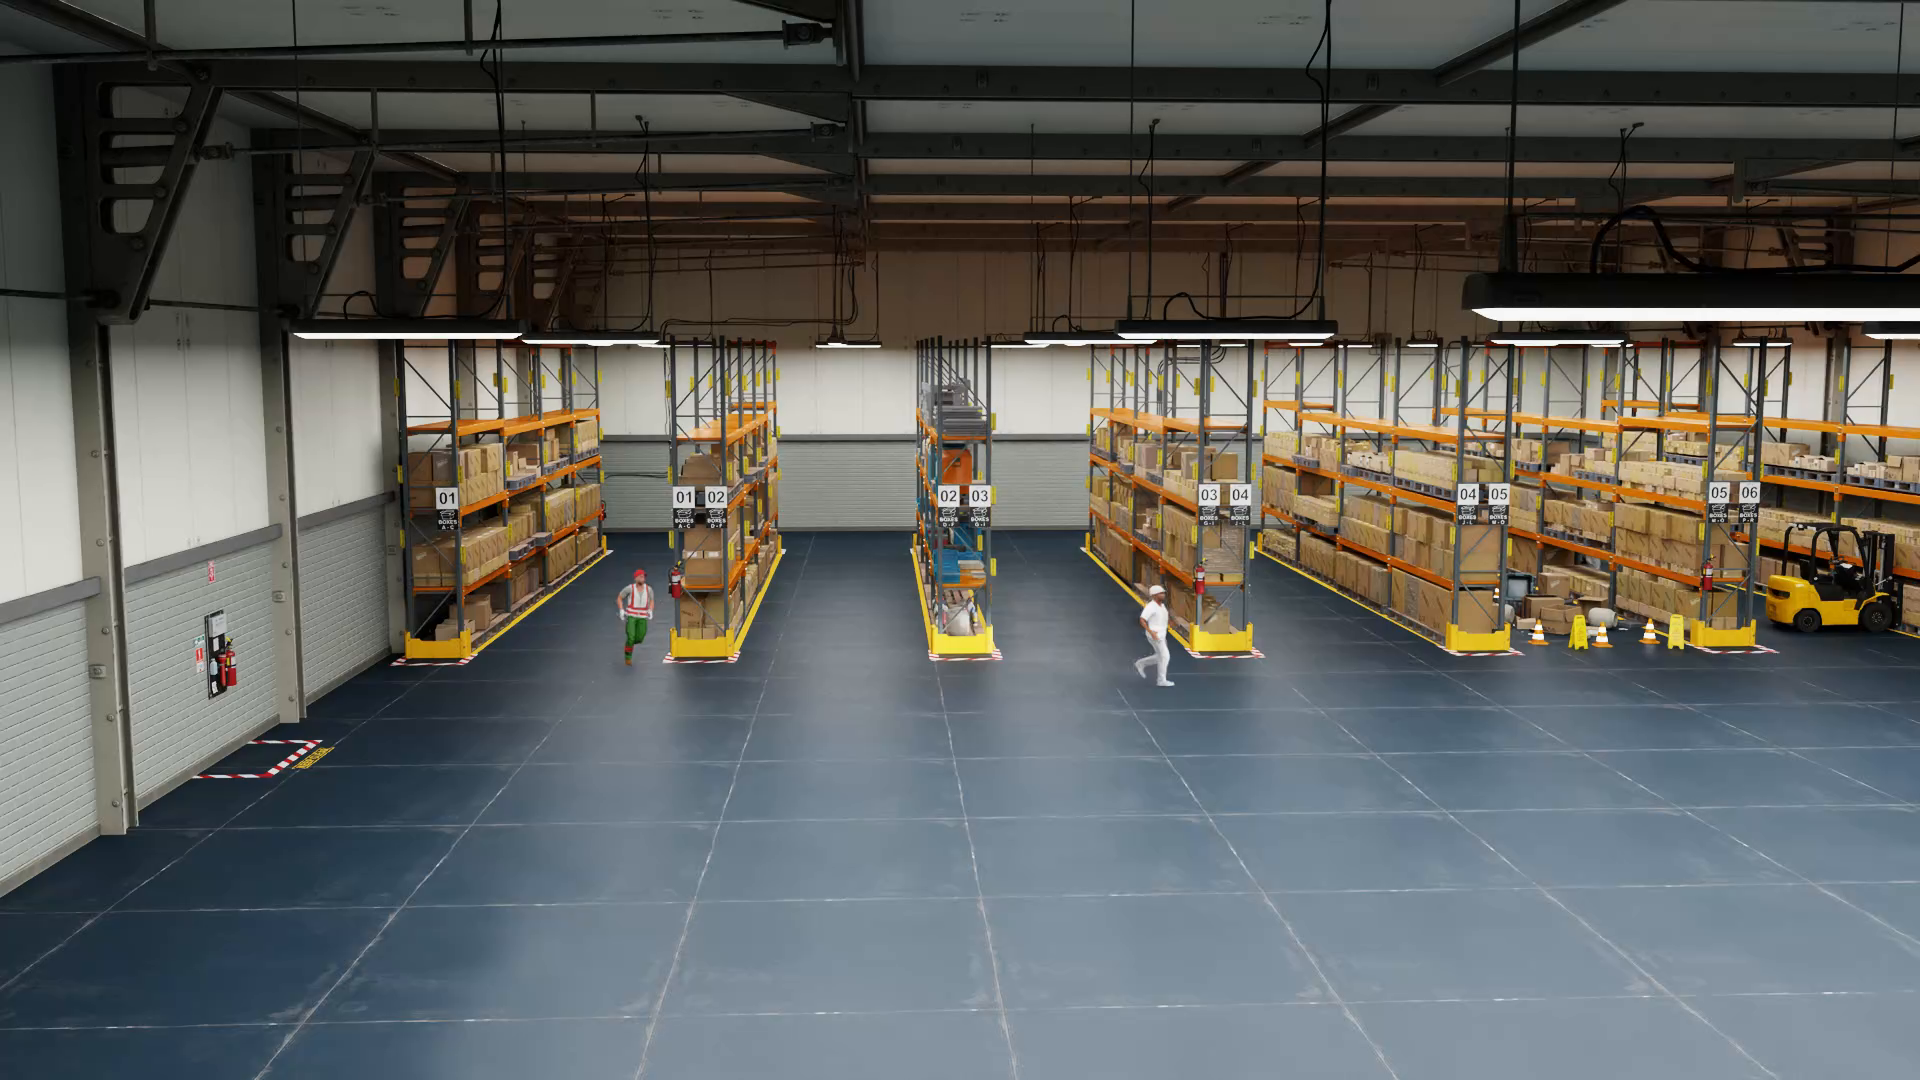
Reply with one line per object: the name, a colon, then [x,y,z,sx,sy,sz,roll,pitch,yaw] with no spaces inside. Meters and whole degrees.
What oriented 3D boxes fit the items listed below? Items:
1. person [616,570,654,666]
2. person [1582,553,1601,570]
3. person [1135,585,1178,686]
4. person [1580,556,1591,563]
person: [-5.969,1.402,30.631,0.704,1.727,0.621,-3,7,-28]
person: [16.394,-0.059,43.139,0.665,1.741,0.642,-1,7,-10]
person: [3.328,1.634,28.459,0.735,1.732,0.703,3,7,25]
person: [16.933,-0.158,44.830,0.612,1.613,0.554,-3,7,-26]
